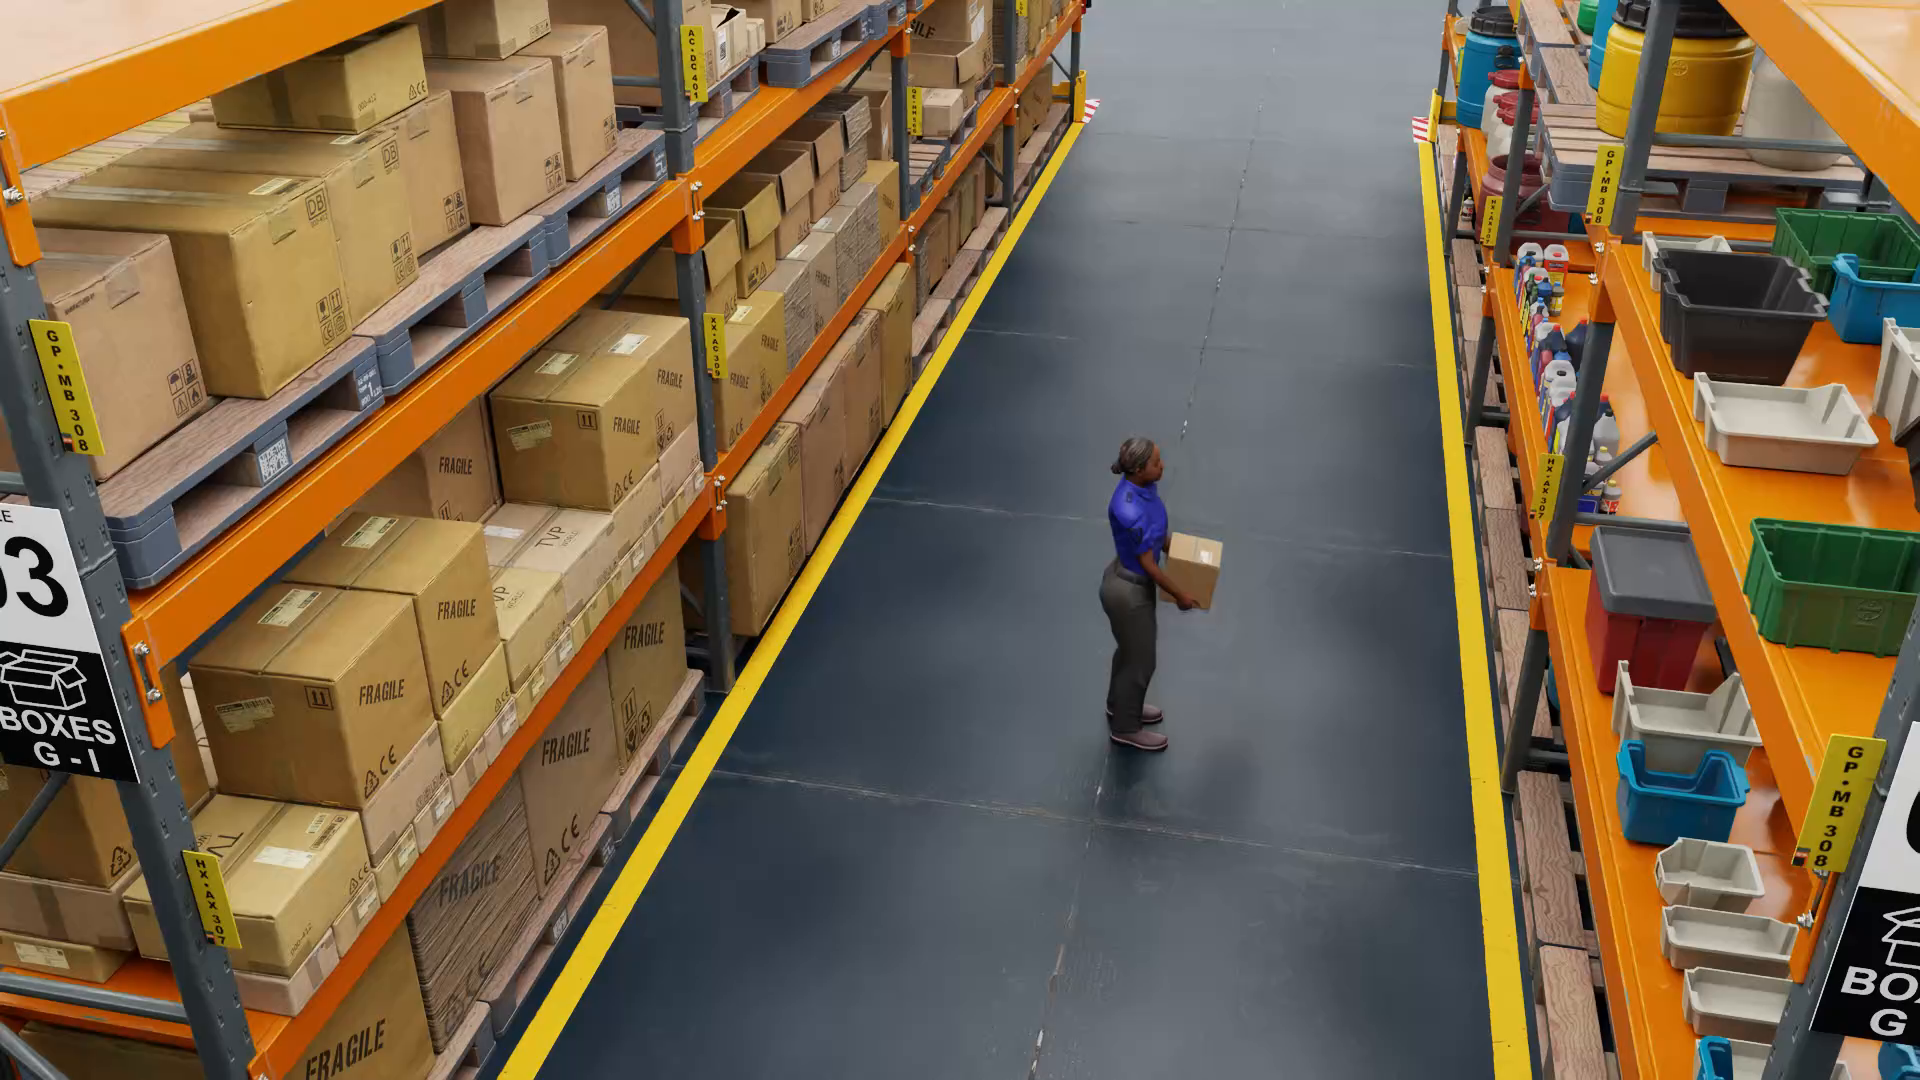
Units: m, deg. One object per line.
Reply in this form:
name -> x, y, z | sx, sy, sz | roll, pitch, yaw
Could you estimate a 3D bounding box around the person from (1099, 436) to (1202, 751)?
person -> 0.943, 0.258, 8.162 | 0.502, 1.657, 0.434 | 6, 29, 10
